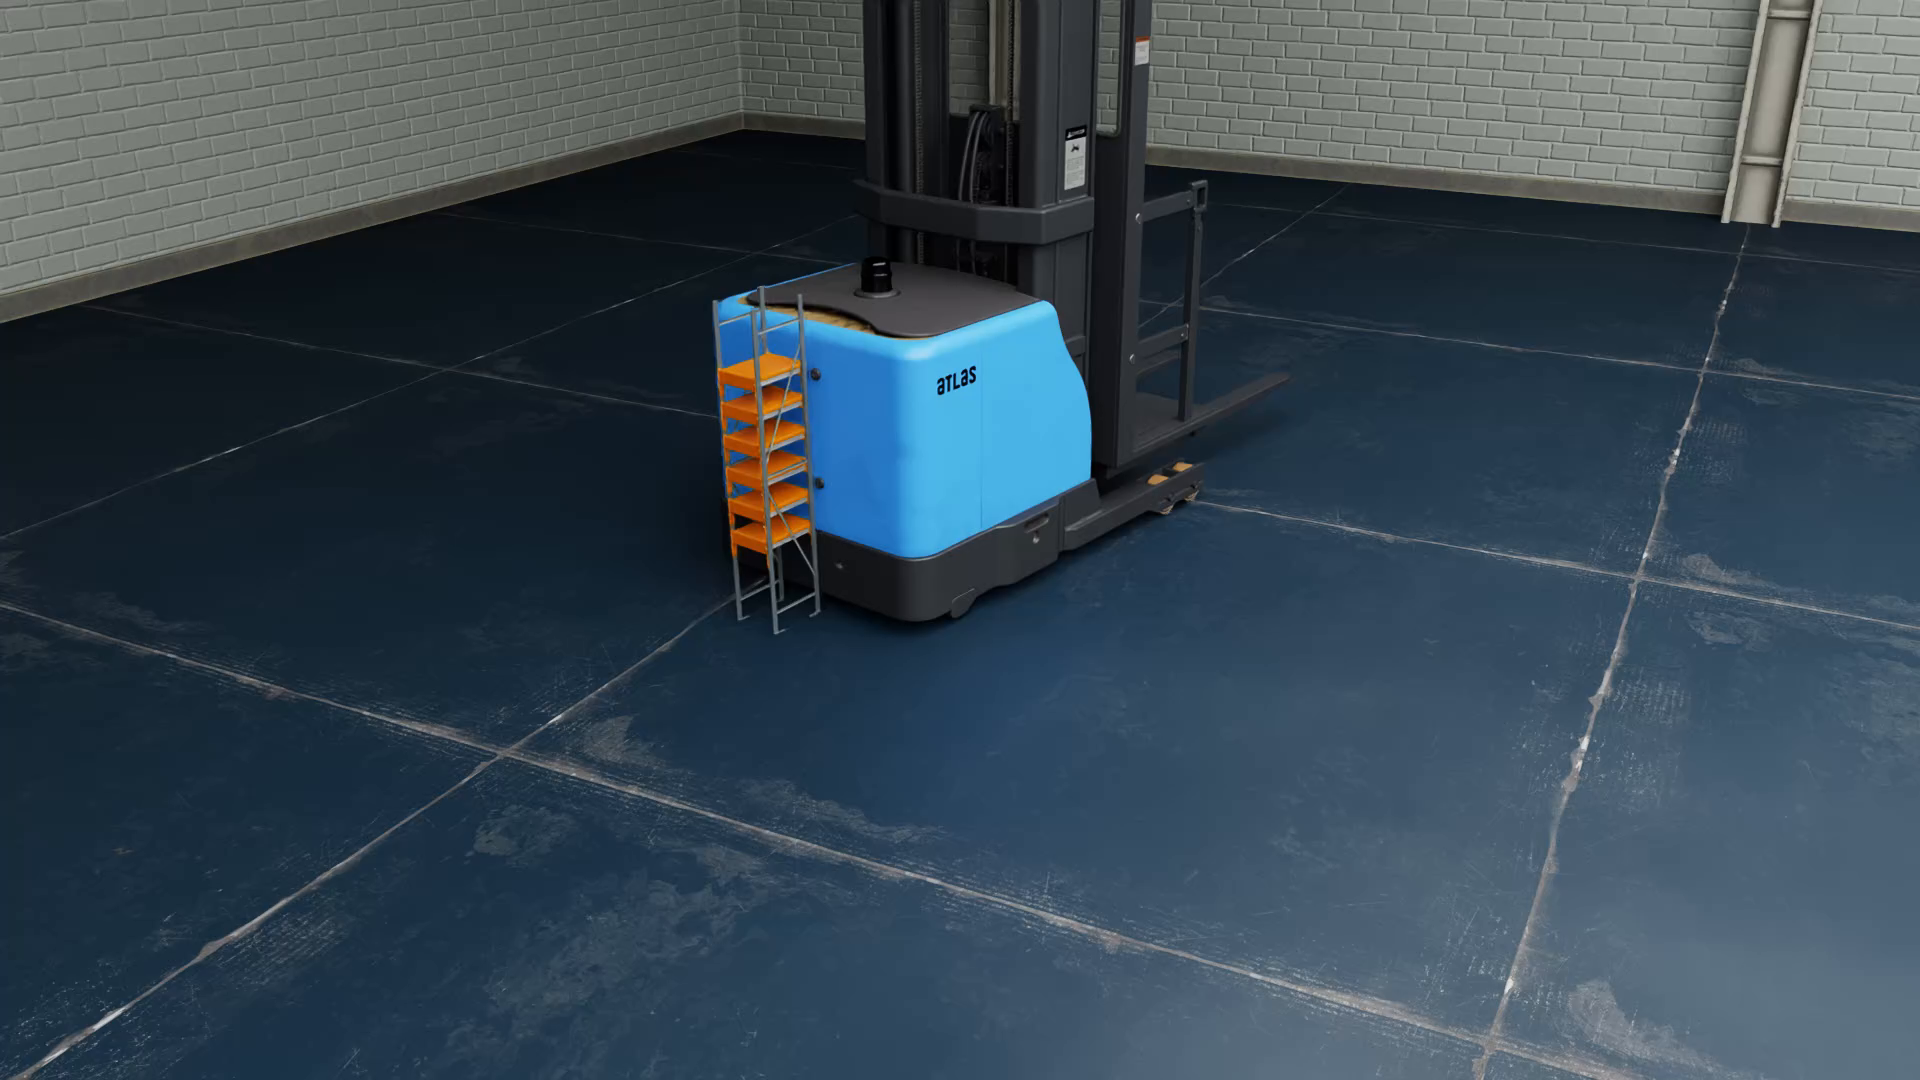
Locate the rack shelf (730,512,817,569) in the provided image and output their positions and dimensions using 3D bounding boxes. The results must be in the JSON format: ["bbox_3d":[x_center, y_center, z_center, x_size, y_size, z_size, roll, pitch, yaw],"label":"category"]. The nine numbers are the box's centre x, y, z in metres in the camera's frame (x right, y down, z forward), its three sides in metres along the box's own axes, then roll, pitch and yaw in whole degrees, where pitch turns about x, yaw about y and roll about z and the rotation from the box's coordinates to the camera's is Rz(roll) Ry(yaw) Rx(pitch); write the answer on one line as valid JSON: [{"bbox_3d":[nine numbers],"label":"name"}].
[{"bbox_3d":[-0.667,-0.008,5.953,0.180,0.103,0.258,17,30,35],"label":"rack shelf"}]

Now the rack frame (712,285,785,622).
[{"bbox_3d":[-0.743,-0.290,5.889,0.006,1.200,0.240,17,30,35],"label":"rack frame"}]

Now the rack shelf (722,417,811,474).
[{"bbox_3d":[-0.673,-0.336,5.806,0.180,0.103,0.258,17,30,35],"label":"rack shelf"}]

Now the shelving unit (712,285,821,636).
[{"bbox_3d":[-0.672,-0.267,5.837,0.189,1.200,0.258,17,30,35],"label":"shelving unit"}]

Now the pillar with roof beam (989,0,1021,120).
[{"bbox_3d":[-1.446,-6.057,9.495,0.400,9.000,9.100,11,25,25],"label":"pillar with roof beam"}]

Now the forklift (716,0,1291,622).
[{"bbox_3d":[0.398,-1.565,6.686,1.130,2.935,3.031,18,29,35],"label":"forklift"}]

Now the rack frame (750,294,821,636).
[{"bbox_3d":[-0.600,-0.245,5.784,0.006,1.200,0.240,17,30,35],"label":"rack frame"}]

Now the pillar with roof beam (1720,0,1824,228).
[{"bbox_3d":[3.908,-4.998,7.004,0.400,9.000,9.100,11,25,25],"label":"pillar with roof beam"}]

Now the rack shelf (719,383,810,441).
[{"bbox_3d":[-0.675,-0.446,5.756,0.180,0.103,0.258,17,30,35],"label":"rack shelf"}]

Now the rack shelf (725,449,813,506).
[{"bbox_3d":[-0.671,-0.227,5.855,0.180,0.103,0.258,17,30,35],"label":"rack shelf"}]

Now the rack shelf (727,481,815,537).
[{"bbox_3d":[-0.669,-0.117,5.904,0.180,0.103,0.258,17,30,35],"label":"rack shelf"}]

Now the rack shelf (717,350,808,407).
[{"bbox_3d":[-0.677,-0.555,5.707,0.180,0.103,0.258,17,30,35],"label":"rack shelf"}]
